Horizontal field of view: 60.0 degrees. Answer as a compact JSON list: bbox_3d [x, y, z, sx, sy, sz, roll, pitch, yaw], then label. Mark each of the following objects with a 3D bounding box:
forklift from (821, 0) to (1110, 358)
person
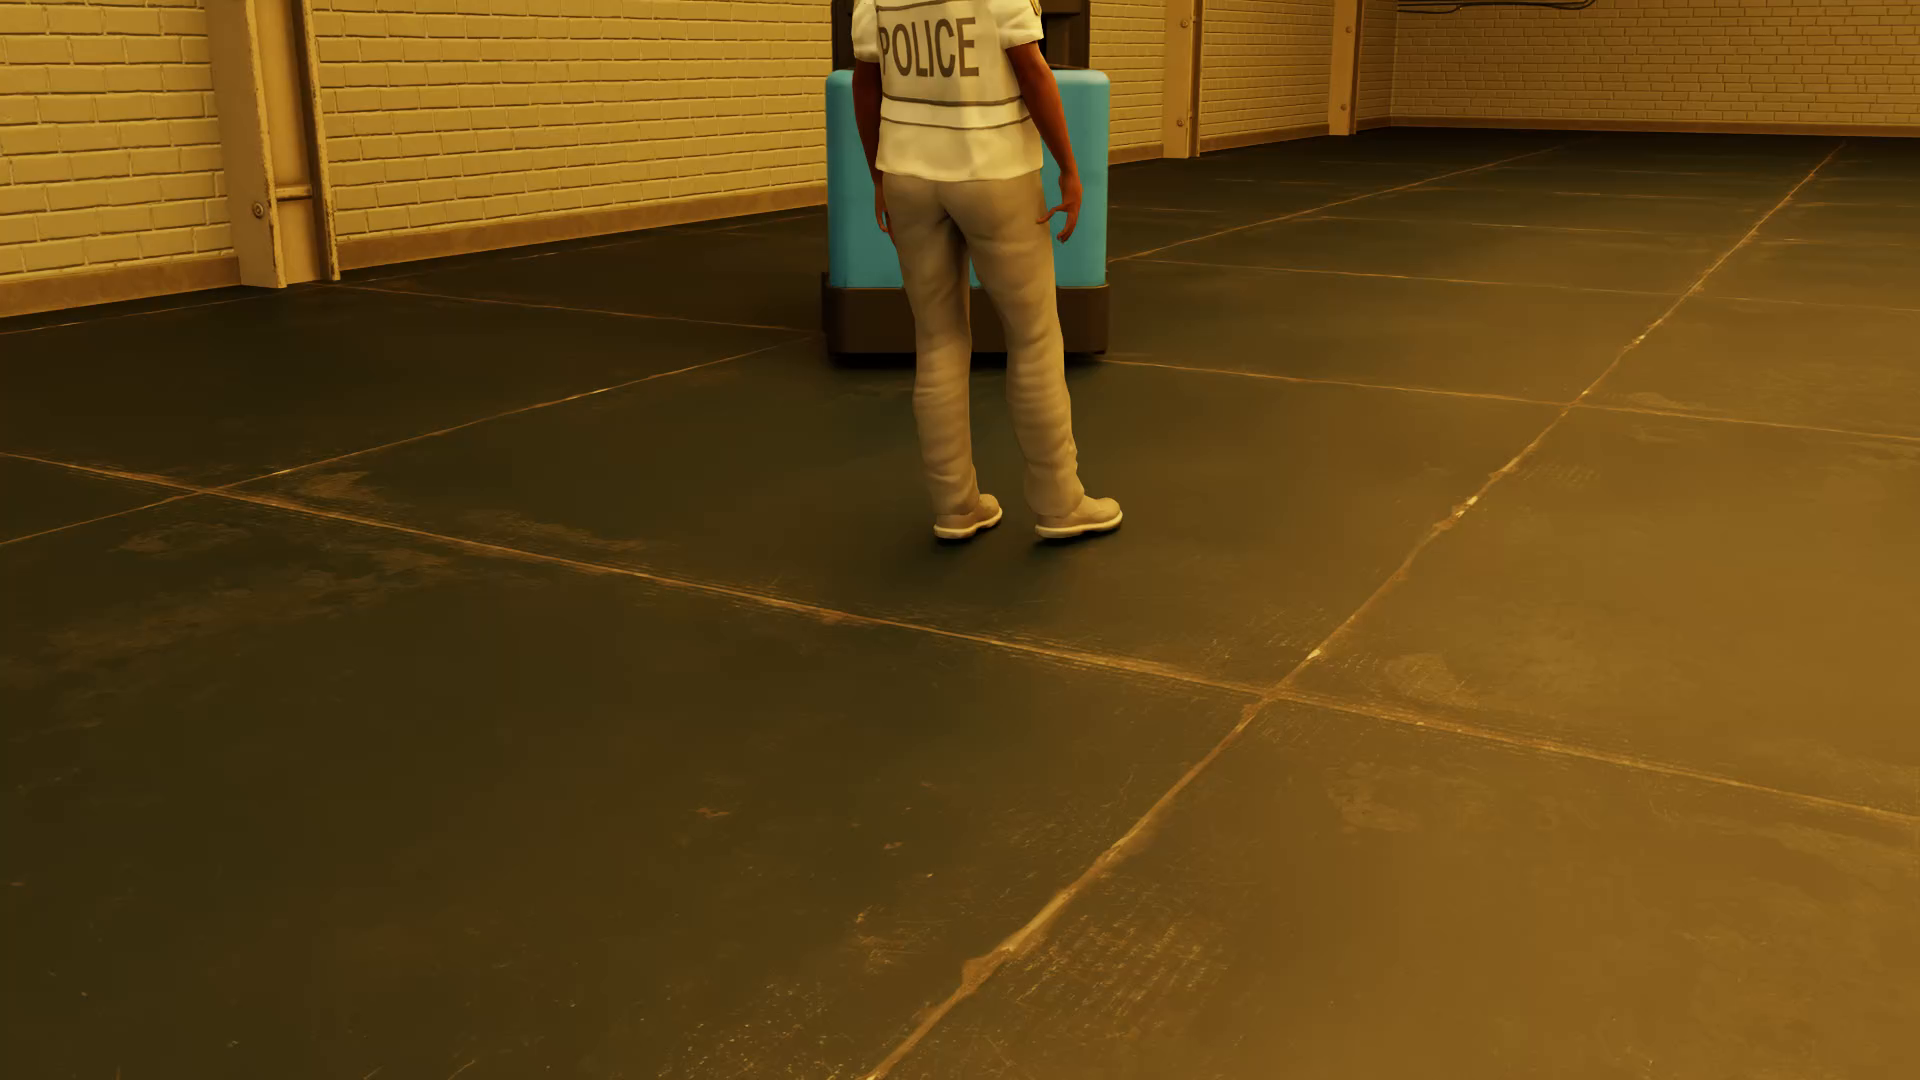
[{"bbox_3d":[-0.003,-2.452,7.181,1.130,2.935,3.031,0,16,-1],"label":"forklift"},{"bbox_3d":[0.054,-0.836,3.853,0.570,1.697,0.528,9,19,28],"label":"person"}]
